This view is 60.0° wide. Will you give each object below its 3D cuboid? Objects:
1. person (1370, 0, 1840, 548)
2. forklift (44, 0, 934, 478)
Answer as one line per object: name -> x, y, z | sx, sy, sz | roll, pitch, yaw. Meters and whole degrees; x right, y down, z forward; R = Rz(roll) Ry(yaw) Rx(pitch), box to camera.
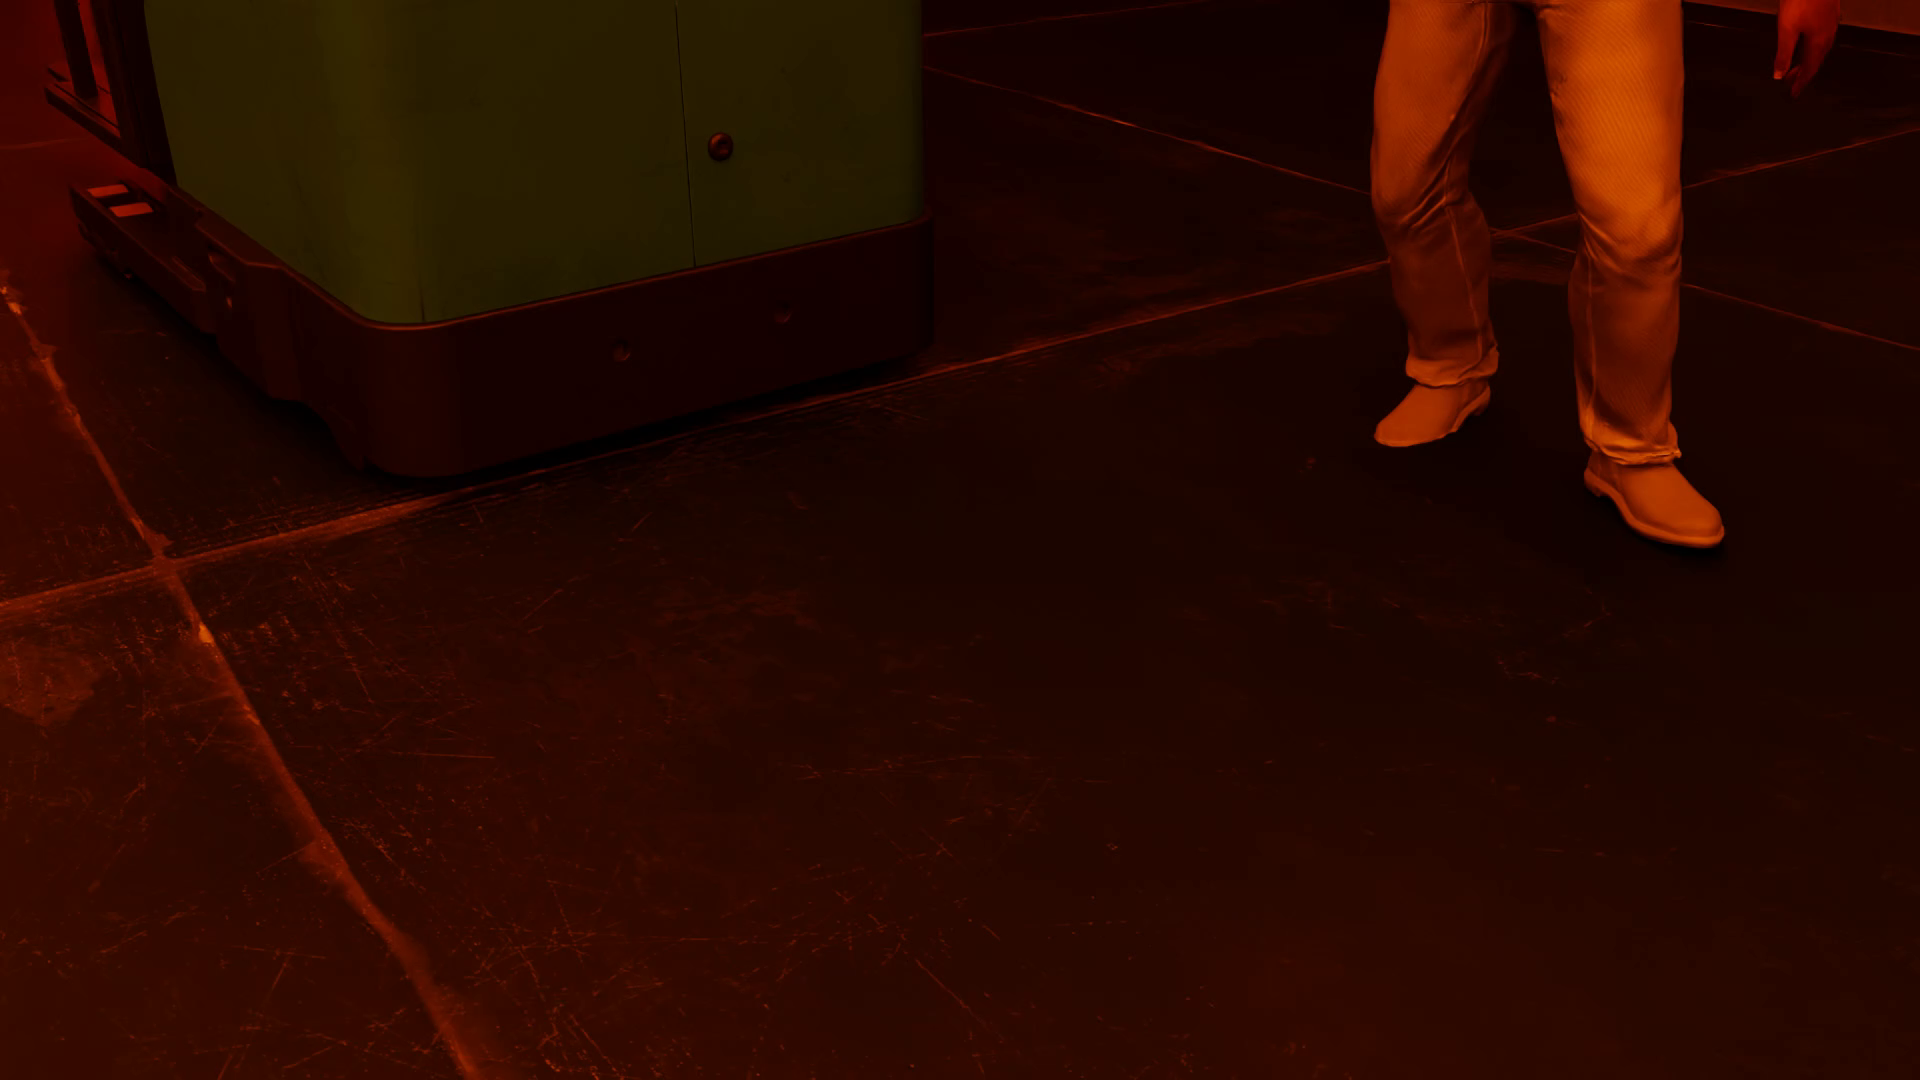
person -> 0.849, -0.886, 2.402 | 0.481, 1.737, 0.903 | -23, 34, -38
forklift -> -1.351, -2.000, 3.218 | 1.130, 2.935, 3.031 | -19, 32, -33
